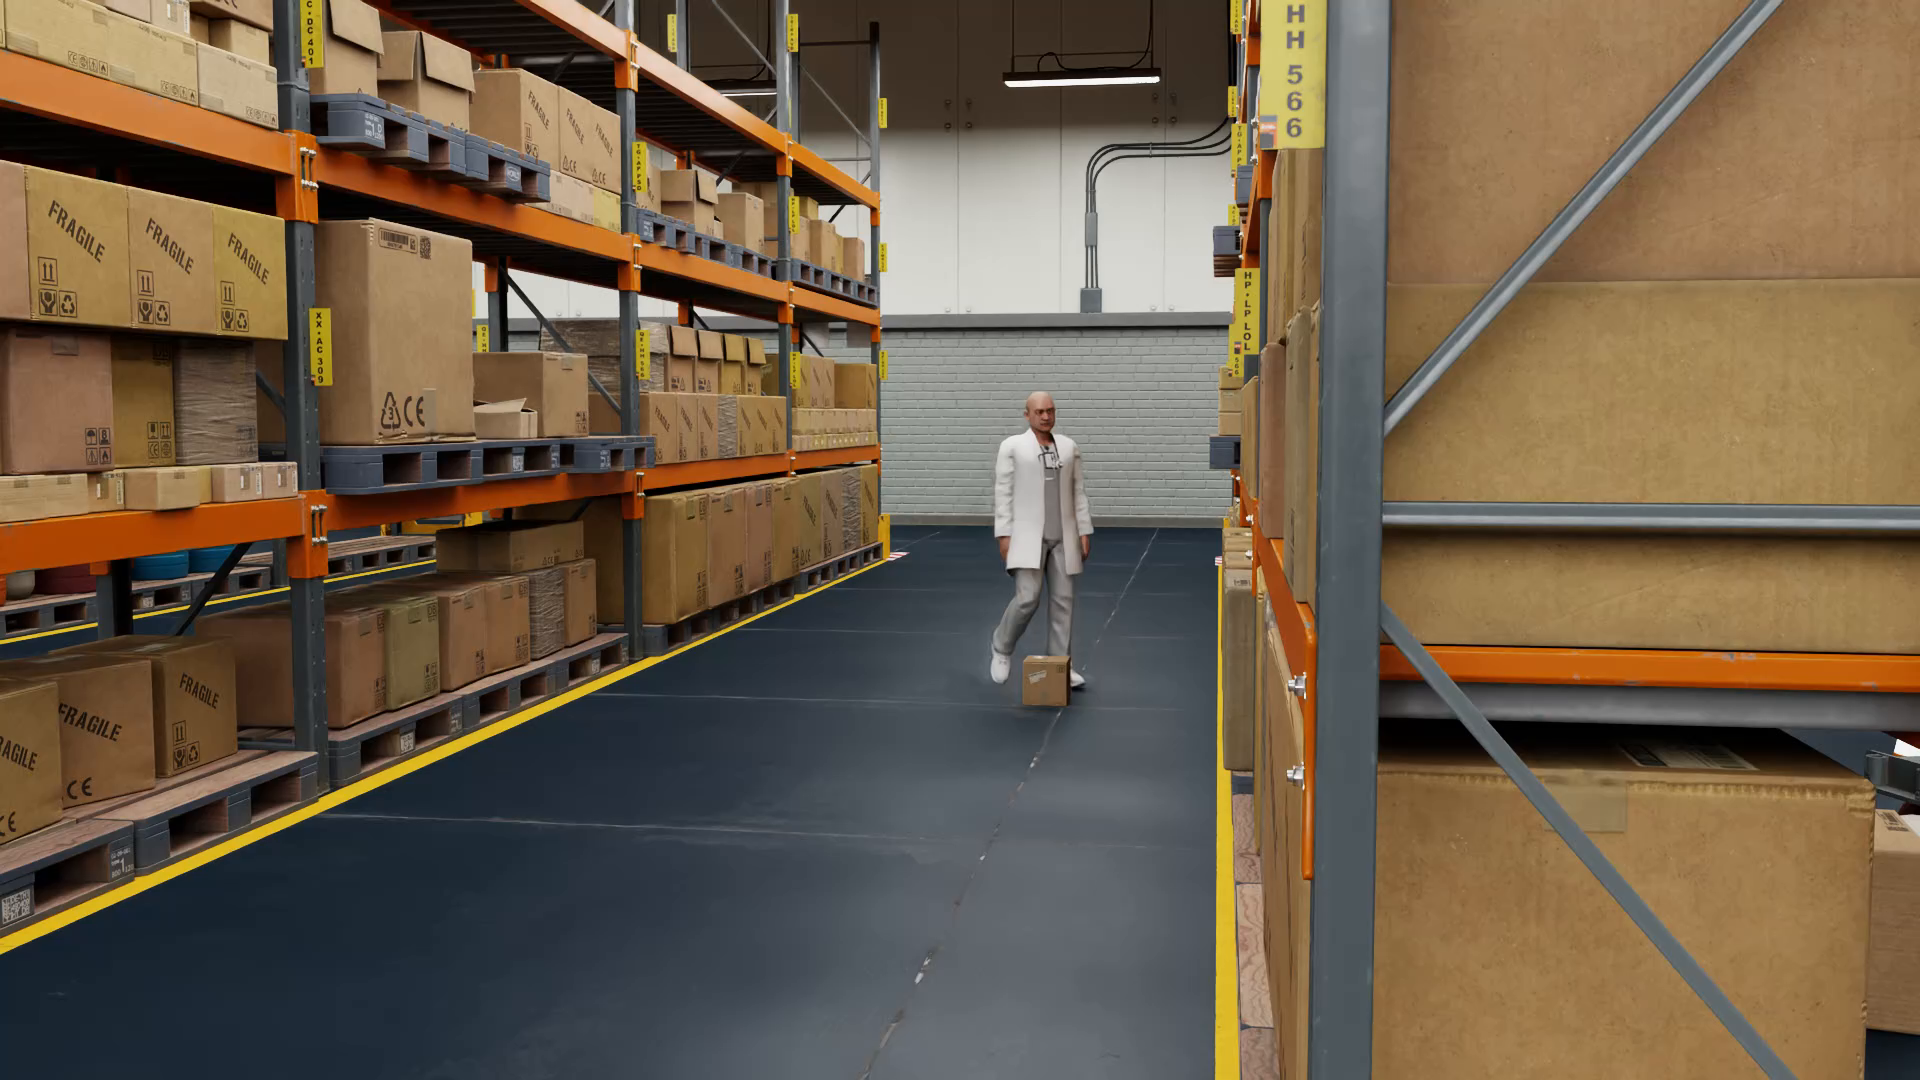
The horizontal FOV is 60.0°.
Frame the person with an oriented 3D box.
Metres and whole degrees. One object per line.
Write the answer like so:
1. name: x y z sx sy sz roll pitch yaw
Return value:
1. person: 0.513 -0.010 10.084 0.630 1.777 0.569 -2 5 -20
